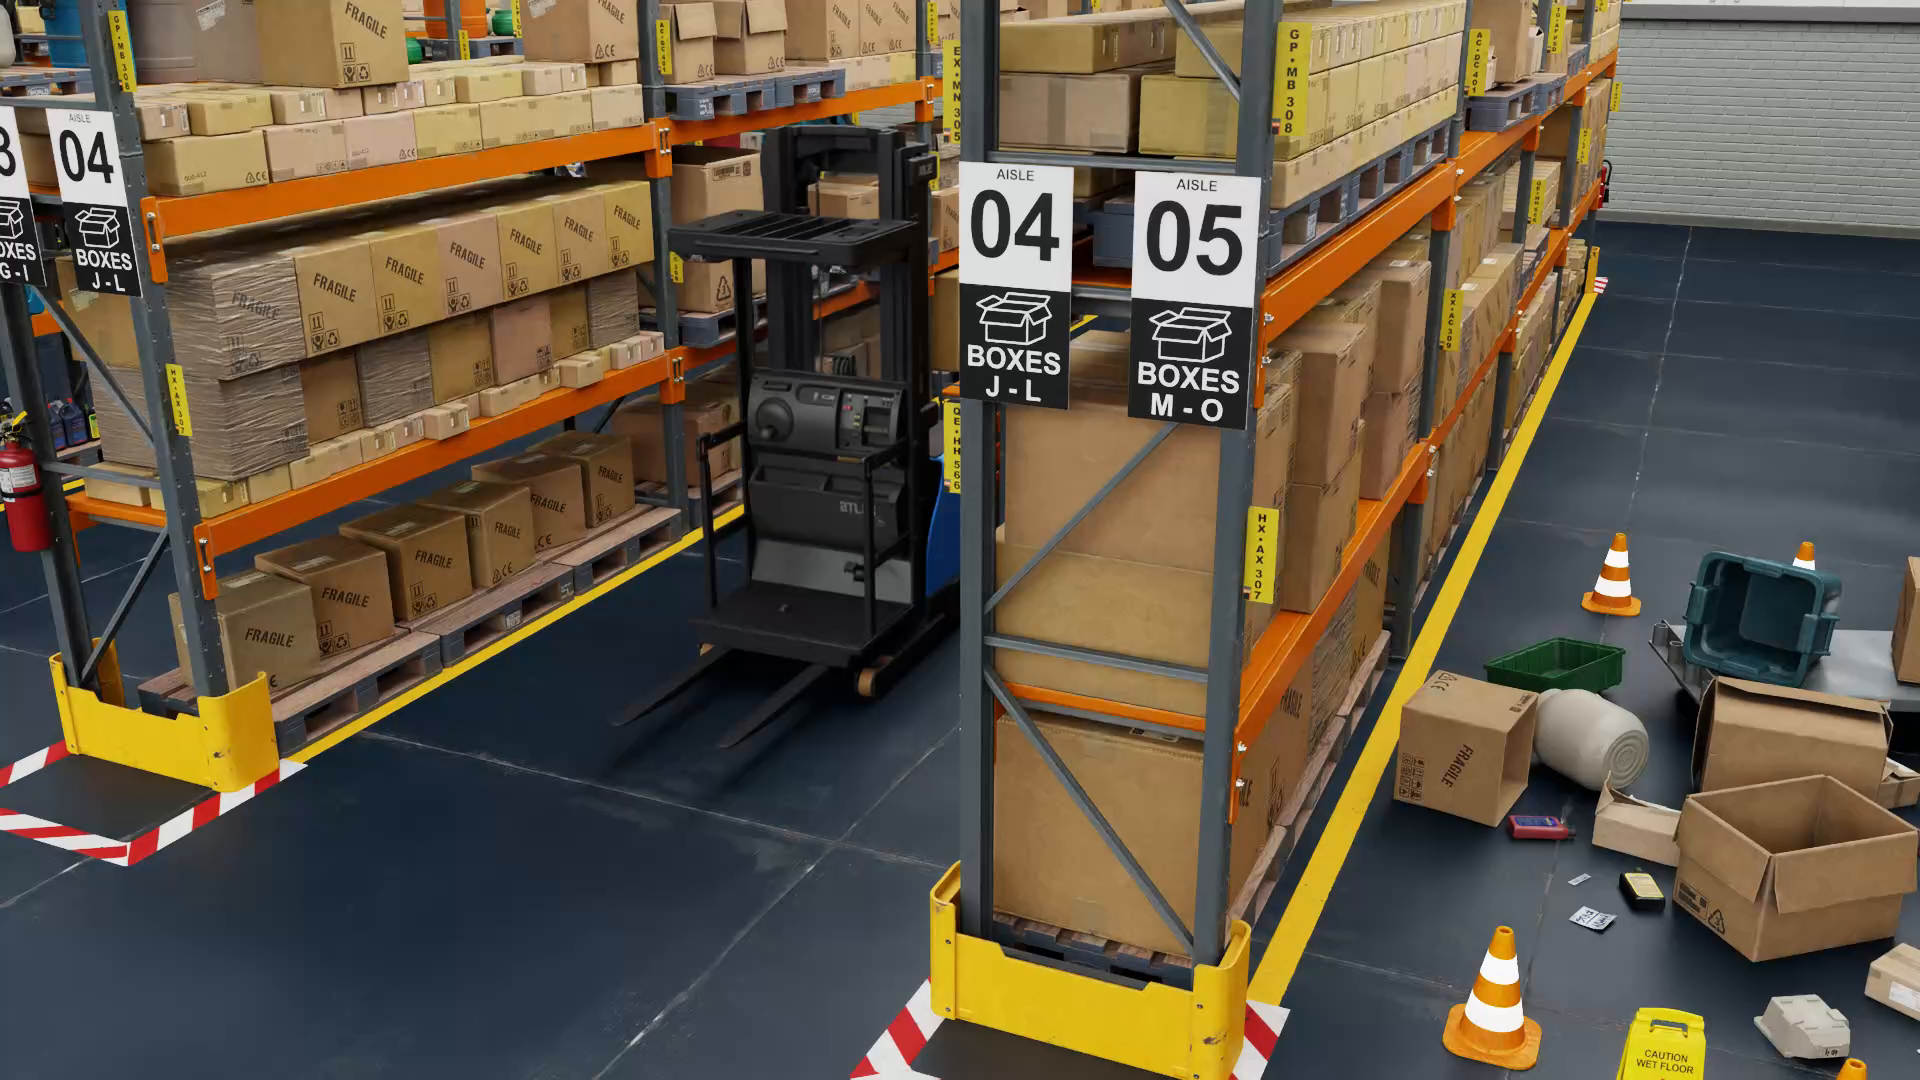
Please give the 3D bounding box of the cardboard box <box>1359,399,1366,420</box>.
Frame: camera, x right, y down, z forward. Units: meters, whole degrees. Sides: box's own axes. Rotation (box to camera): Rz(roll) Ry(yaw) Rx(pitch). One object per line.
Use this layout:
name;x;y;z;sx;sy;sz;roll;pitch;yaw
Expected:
cardboard box;1.445;-0.442;8.010;0.875;0.550;0.550;9;21;23

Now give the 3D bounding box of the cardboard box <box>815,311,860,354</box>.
cardboard box;-1.182;-1.750;13.868;0.500;0.250;0.500;11;22;29

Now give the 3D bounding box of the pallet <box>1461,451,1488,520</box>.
pallet;3.365;-0.484;12.514;1.003;0.211;1.213;9;21;23

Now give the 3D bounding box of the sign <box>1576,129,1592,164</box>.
sign;5.902;-3.721;15.729;0.100;0.325;0.005;9;21;23

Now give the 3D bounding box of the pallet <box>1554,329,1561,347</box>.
pallet;5.637;-2.147;17.192;1.003;0.211;1.213;9;21;23

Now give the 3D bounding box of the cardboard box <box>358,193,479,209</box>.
cardboard box;-3.190;-1.767;9.875;0.500;0.500;0.500;9;21;23

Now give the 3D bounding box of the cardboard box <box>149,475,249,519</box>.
cardboard box;-3.669;-0.230;8.014;0.380;0.149;0.250;9;21;23

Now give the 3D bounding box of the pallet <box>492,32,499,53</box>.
pallet;-4.302;-5.366;17.887;1.003;0.211;1.213;9;21;23

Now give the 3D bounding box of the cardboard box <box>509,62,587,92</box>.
cardboard box;-2.451;-2.751;9.879;0.380;0.149;0.250;7;21;20

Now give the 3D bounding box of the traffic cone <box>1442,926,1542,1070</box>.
traffic cone;1.993;1.645;6.152;0.336;0.463;0.334;9;21;23

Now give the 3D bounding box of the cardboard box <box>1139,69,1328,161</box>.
cardboard box;0.912;-1.423;5.520;0.500;0.250;0.500;9;21;23

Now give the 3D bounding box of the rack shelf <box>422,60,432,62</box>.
rack shelf;-4.427;-5.105;17.944;1.077;0.370;4.000;9;21;23

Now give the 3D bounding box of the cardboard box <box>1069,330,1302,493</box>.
cardboard box;0.809;-0.451;6.425;0.875;0.550;0.550;9;21;23

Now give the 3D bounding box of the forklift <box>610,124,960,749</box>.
forklift;-0.833;-0.683;9.014;1.130;2.935;3.031;8;21;22

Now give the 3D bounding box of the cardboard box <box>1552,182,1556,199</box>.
cardboard box;5.305;-3.241;15.410;0.380;0.149;0.250;9;21;23

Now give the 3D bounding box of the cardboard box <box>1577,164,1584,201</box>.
cardboard box;6.023;-3.707;16.824;0.500;0.500;0.500;9;21;23

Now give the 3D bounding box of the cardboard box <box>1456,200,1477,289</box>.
cardboard box;2.940;-1.942;10.813;0.700;0.500;0.500;8;21;22

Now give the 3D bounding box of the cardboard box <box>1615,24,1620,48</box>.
cardboard box;7.087;-5.641;18.601;0.500;0.250;0.500;8;21;22

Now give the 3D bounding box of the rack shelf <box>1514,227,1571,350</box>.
rack shelf;4.575;-2.301;14.535;1.077;0.370;4.000;9;21;23

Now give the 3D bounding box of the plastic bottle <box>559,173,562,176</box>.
plastic bottle;-4.259;-3.799;17.849;0.061;0.283;0.133;9;21;23

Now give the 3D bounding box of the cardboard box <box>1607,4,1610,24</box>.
cardboard box;6.438;-5.411;17.208;0.500;0.250;0.500;8;21;20

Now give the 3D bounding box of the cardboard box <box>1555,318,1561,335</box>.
cardboard box;5.836;-2.173;16.730;0.380;0.149;0.250;8;21;20

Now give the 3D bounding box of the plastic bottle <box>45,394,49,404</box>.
plastic bottle;-7.414;-1.081;13.447;0.097;0.271;0.097;0;20;0

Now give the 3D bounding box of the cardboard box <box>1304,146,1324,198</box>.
cardboard box;1.017;-1.261;5.661;0.380;0.149;0.250;9;21;23

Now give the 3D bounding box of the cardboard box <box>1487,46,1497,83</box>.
cardboard box;3.078;-2.943;10.217;0.396;0.266;0.258;9;21;23

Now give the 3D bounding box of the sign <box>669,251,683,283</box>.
sign;-1.867;-1.853;10.910;0.100;0.325;0.005;9;21;23

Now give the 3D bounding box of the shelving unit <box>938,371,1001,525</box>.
shelving unit;0.068;-0.616;11.410;0.258;1.200;0.503;9;21;23

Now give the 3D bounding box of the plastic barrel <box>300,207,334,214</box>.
plastic barrel;-5.814;-2.879;14.886;0.433;0.535;0.433;0;20;0

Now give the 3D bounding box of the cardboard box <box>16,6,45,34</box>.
cardboard box;-9.898;-5.494;17.562;0.500;0.250;0.500;7;21;19

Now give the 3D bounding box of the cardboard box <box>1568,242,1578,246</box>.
cardboard box;6.891;-3.343;19.133;0.380;0.149;0.250;9;21;24

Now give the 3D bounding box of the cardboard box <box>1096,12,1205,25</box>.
cardboard box;0.725;-1.958;6.430;0.380;0.149;0.250;9;21;23

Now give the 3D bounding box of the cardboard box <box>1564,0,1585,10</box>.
cardboard box;5.734;-5.073;15.662;0.380;0.149;0.250;8;21;22

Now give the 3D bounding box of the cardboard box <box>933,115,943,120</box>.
cardboard box;0.125;-3.885;16.271;0.797;0.503;0.637;9;22;24

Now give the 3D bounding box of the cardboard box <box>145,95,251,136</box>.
cardboard box;-3.485;-1.943;7.608;0.380;0.149;0.250;9;21;24

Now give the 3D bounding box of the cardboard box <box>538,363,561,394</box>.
cardboard box;-2.677;-0.999;10.177;0.380;0.149;0.250;9;21;23

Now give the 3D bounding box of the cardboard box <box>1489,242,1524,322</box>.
cardboard box;3.817;-1.901;12.188;0.500;0.500;0.500;9;21;23

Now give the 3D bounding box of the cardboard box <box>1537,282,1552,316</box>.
cardboard box;5.097;-2.207;15.182;0.500;0.250;0.500;10;22;25

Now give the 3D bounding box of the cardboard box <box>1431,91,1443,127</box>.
cardboard box;2.053;-2.034;7.833;0.380;0.149;0.250;9;21;24

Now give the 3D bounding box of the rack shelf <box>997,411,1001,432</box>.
rack shelf;0.068;-0.763;11.358;0.258;0.148;0.480;9;21;23

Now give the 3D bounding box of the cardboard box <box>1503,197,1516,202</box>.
cardboard box;4.334;-2.660;13.331;0.380;0.149;0.250;8;21;22

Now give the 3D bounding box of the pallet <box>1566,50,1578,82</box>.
pallet;4.622;-4.084;14.280;1.213;0.211;1.003;9;21;23

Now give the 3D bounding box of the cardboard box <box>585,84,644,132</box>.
cardboard box;-2.314;-2.684;10.288;0.500;0.250;0.500;9;22;25

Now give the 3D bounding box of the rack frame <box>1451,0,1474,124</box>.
rack frame;2.118;-3.632;8.252;1.000;3.000;0.127;9;21;23

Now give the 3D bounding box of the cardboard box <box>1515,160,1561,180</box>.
cardboard box;5.408;-3.461;15.585;0.380;0.149;0.250;10;22;25

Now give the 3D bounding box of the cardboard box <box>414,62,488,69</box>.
cardboard box;-3.018;-2.739;9.845;0.380;0.149;0.250;9;22;24

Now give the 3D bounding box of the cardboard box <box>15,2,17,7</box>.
cardboard box;-13.107;-7.415;22.560;0.700;0.500;0.500;7;21;20

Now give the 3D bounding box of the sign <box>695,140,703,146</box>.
sign;-3.107;-4.696;19.785;0.100;0.325;0.005;9;21;23

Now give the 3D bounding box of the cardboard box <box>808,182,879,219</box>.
cardboard box;-1.049;-2.630;13.611;0.700;0.500;0.500;12;23;31

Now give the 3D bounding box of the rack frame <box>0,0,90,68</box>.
rack frame;-6.884;-5.023;12.163;1.000;3.000;0.127;9;21;23

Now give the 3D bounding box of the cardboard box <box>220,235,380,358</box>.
cardboard box;-3.318;-1.235;8.380;0.500;0.500;0.500;9;21;23

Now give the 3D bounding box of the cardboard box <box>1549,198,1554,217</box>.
cardboard box;5.307;-3.102;15.464;0.380;0.149;0.250;9;21;23

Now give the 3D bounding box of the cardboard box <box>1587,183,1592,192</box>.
cardboard box;6.848;-3.986;18.576;0.380;0.149;0.250;9;22;24

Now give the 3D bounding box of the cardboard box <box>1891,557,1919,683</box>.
cardboard box;5.039;0.429;8.387;0.500;0.500;0.500;9;21;23

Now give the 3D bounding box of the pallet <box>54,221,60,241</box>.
pallet;-12.894;-4.441;23.642;1.003;0.211;1.213;9;21;23

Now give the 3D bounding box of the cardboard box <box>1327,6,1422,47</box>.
cardboard box;1.742;-2.180;7.054;0.380;0.149;0.250;8;21;22
